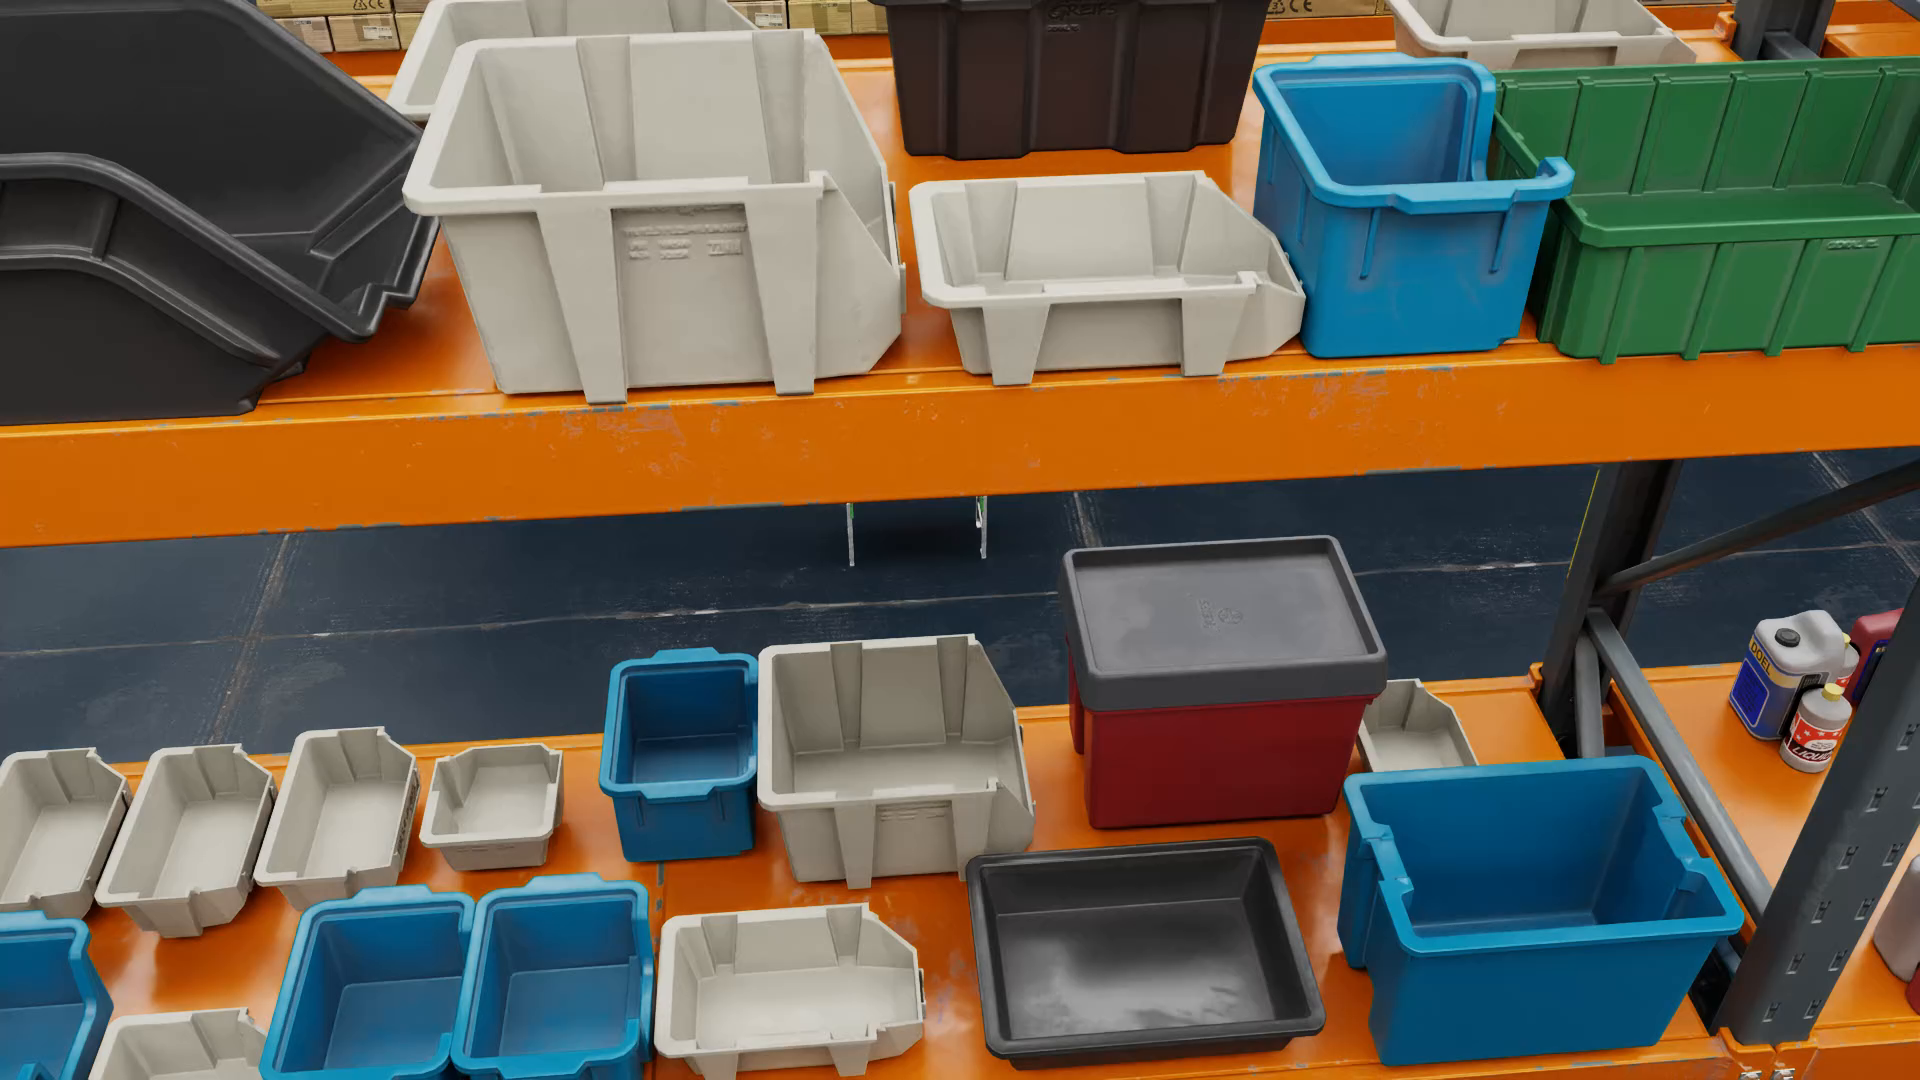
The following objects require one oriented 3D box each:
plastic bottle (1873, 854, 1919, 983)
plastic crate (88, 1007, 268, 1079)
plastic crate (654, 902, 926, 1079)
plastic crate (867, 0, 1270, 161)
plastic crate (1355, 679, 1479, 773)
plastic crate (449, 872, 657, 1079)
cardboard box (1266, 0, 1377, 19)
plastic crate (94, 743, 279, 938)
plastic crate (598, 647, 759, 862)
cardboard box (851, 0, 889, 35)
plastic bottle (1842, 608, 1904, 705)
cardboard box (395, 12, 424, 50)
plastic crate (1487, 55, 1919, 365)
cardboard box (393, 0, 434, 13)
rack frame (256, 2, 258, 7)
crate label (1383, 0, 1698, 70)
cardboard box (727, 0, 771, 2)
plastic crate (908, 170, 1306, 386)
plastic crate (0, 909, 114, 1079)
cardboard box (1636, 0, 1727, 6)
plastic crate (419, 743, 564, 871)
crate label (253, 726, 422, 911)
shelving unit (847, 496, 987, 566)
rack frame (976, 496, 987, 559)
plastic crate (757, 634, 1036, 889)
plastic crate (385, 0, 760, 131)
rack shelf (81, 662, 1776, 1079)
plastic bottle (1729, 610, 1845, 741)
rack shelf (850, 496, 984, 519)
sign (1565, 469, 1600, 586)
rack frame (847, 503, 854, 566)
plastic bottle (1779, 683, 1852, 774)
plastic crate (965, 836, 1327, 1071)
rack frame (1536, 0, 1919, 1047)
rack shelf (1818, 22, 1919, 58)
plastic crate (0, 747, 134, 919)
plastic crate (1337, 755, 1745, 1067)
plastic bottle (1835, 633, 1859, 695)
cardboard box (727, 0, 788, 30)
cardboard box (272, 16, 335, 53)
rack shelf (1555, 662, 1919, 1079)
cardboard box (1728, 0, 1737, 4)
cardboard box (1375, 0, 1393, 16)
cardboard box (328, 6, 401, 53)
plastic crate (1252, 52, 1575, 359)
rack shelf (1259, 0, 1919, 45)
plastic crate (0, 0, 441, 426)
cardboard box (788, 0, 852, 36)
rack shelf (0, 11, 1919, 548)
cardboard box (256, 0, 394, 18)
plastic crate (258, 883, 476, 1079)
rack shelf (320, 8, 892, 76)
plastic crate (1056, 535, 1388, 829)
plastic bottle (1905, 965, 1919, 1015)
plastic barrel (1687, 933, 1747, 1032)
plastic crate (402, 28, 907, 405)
[{"bbox_3d":[1.832,0.651,3.043,0.185,0.351,0.144,-3,38,-4],"label":"plastic bottle"},{"bbox_3d":[-1.294,0.939,2.803,0.298,0.136,0.250,-3,38,-4],"label":"plastic crate"},{"bbox_3d":[-0.296,0.815,2.960,0.466,0.136,0.293,-3,38,-4],"label":"plastic crate"},{"bbox_3d":[0.151,-0.774,2.493,0.590,0.269,0.497,-3,38,-4],"label":"plastic crate"},{"bbox_3d":[0.936,0.471,3.396,0.243,0.136,0.396,-3,38,-4],"label":"plastic crate"},{"bbox_3d":[-0.687,0.816,2.881,0.300,0.233,0.416,-3,38,-4],"label":"plastic crate"},{"bbox_3d":[1.454,-2.513,6.932,0.500,0.500,0.500,-3,38,-4],"label":"cardboard box"},{"bbox_3d":[-1.486,0.590,3.246,0.243,0.136,0.396,-3,38,-4],"label":"plastic crate"},{"bbox_3d":[-0.549,0.444,3.352,0.300,0.233,0.416,-3,38,-4],"label":"plastic crate"},{"bbox_3d":[-0.326,-2.228,6.855,0.250,0.149,0.380,-2,38,-3],"label":"cardboard box"},{"bbox_3d":[2.003,0.238,3.622,0.133,0.283,0.061,-3,38,-4],"label":"plastic bottle"},{"bbox_3d":[-2.117,-2.129,6.730,0.250,0.149,0.380,-4,38,-5],"label":"cardboard box"},{"bbox_3d":[1.017,-0.431,2.124,0.662,0.188,0.450,-3,38,-4],"label":"plastic crate"},{"bbox_3d":[-1.992,-2.333,6.666,0.500,0.250,0.500,-4,38,-5],"label":"cardboard box"},{"bbox_3d":[-3.011,-2.383,6.848,0.127,3.000,1.000,-3,38,-4],"label":"rack frame"},{"bbox_3d":[0.899,-0.772,2.598,0.466,0.136,0.293,-3,38,-4],"label":"crate label"},{"bbox_3d":[-0.971,-2.390,6.739,0.500,0.250,0.500,-4,38,-5],"label":"cardboard box"},{"bbox_3d":[0.179,-0.316,2.020,0.466,0.136,0.293,-3,38,-4],"label":"plastic crate"},{"bbox_3d":[-1.641,0.869,2.814,0.300,0.233,0.416,-3,38,-4],"label":"plastic crate"},{"bbox_3d":[2.967,-2.599,7.042,0.500,0.500,0.500,-2,38,-3],"label":"cardboard box"},{"bbox_3d":[-0.917,0.532,3.319,0.250,0.136,0.298,-3,38,-4],"label":"plastic crate"},{"bbox_3d":[-1.211,0.559,3.284,0.243,0.136,0.396,-3,38,-4],"label":"crate label"},{"bbox_3d":[-0.165,-0.462,5.867,0.503,1.200,0.258,-3,38,-4],"label":"shelving unit"},{"bbox_3d":[0.078,-0.475,5.884,0.015,1.200,0.240,-3,38,-4],"label":"rack frame"},{"bbox_3d":[-0.125,0.447,3.309,0.530,0.282,0.437,-3,38,-4],"label":"plastic crate"},{"bbox_3d":[-0.536,-0.667,2.466,0.530,0.136,0.437,-3,38,-4],"label":"plastic crate"},{"bbox_3d":[-0.580,0.846,3.337,4.000,0.370,1.077,-3,38,-4],"label":"rack shelf"},{"bbox_3d":[1.776,0.281,3.572,0.135,0.276,0.152,-3,38,-4],"label":"plastic bottle"},{"bbox_3d":[-0.165,-0.223,6.055,0.480,0.148,0.258,-3,38,-4],"label":"rack shelf"},{"bbox_3d":[1.365,0.005,3.598,0.005,0.325,0.100,-3,38,-4],"label":"sign"},{"bbox_3d":[-0.408,-0.449,5.850,0.015,1.200,0.240,-3,38,-4],"label":"rack frame"},{"bbox_3d":[1.806,0.387,3.499,0.097,0.201,0.097,0,38,0],"label":"plastic bottle"},{"bbox_3d":[0.321,0.765,3.032,0.590,0.125,0.437,-3,38,-4],"label":"plastic crate"},{"bbox_3d":[1.412,0.454,3.253,0.127,3.000,1.000,-3,38,-4],"label":"rack frame"},{"bbox_3d":[3.404,-0.551,2.686,4.000,0.370,1.077,-3,38,-4],"label":"rack shelf"},{"bbox_3d":[-1.776,0.597,3.237,0.243,0.136,0.396,-3,38,-4],"label":"plastic crate"},{"bbox_3d":[0.977,0.672,2.941,0.575,0.384,0.392,-3,38,-4],"label":"plastic crate"},{"bbox_3d":[1.889,0.287,3.625,0.097,0.201,0.097,0,38,0],"label":"plastic bottle"},{"bbox_3d":[-0.835,-2.201,6.820,0.250,0.149,0.380,-3,38,-3],"label":"cardboard box"},{"bbox_3d":[-2.628,-2.100,6.693,0.250,0.149,0.380,-3,38,-3],"label":"cardboard box"},{"bbox_3d":[3.404,0.626,3.615,4.000,0.370,1.077,-3,38,-4],"label":"rack shelf"},{"bbox_3d":[3.474,-2.627,7.077,0.500,0.500,0.500,-4,38,-5],"label":"cardboard box"},{"bbox_3d":[1.955,-2.541,6.968,0.500,0.500,0.500,-3,38,-4],"label":"cardboard box"},{"bbox_3d":[-2.372,-2.115,6.712,0.250,0.149,0.380,-4,38,-5],"label":"cardboard box"},{"bbox_3d":[0.534,-0.411,2.063,0.300,0.233,0.416,-3,38,-4],"label":"plastic crate"},{"bbox_3d":[2.966,-2.430,7.488,4.000,0.370,1.077,-3,38,-4],"label":"rack shelf"},{"bbox_3d":[-1.026,-0.394,1.957,0.767,0.338,0.504,-3,38,-4],"label":"plastic crate"},{"bbox_3d":[-0.581,-2.214,6.837,0.250,0.149,0.380,-4,38,-5],"label":"cardboard box"},{"bbox_3d":[-0.580,-0.332,2.408,4.000,0.370,1.077,-3,38,-4],"label":"rack shelf"},{"bbox_3d":[-2.509,-2.300,6.625,0.500,0.250,0.500,-4,38,-5],"label":"cardboard box"},{"bbox_3d":[-0.985,0.833,2.860,0.300,0.233,0.416,-3,38,-4],"label":"plastic crate"},{"bbox_3d":[-1.019,-2.210,7.210,4.000,0.370,1.077,-3,38,-4],"label":"rack shelf"},{"bbox_3d":[0.501,0.299,3.349,0.583,0.464,0.402,-3,38,-4],"label":"plastic crate"},{"bbox_3d":[1.815,0.743,2.981,0.133,0.283,0.061,-3,38,-4],"label":"plastic bottle"},{"bbox_3d":[1.956,1.093,3.798,0.708,0.901,0.600,-3,38,-4],"label":"plastic barrel"},{"bbox_3d":[-0.337,-0.389,1.996,0.530,0.282,0.437,-3,38,-4],"label":"plastic crate"}]
